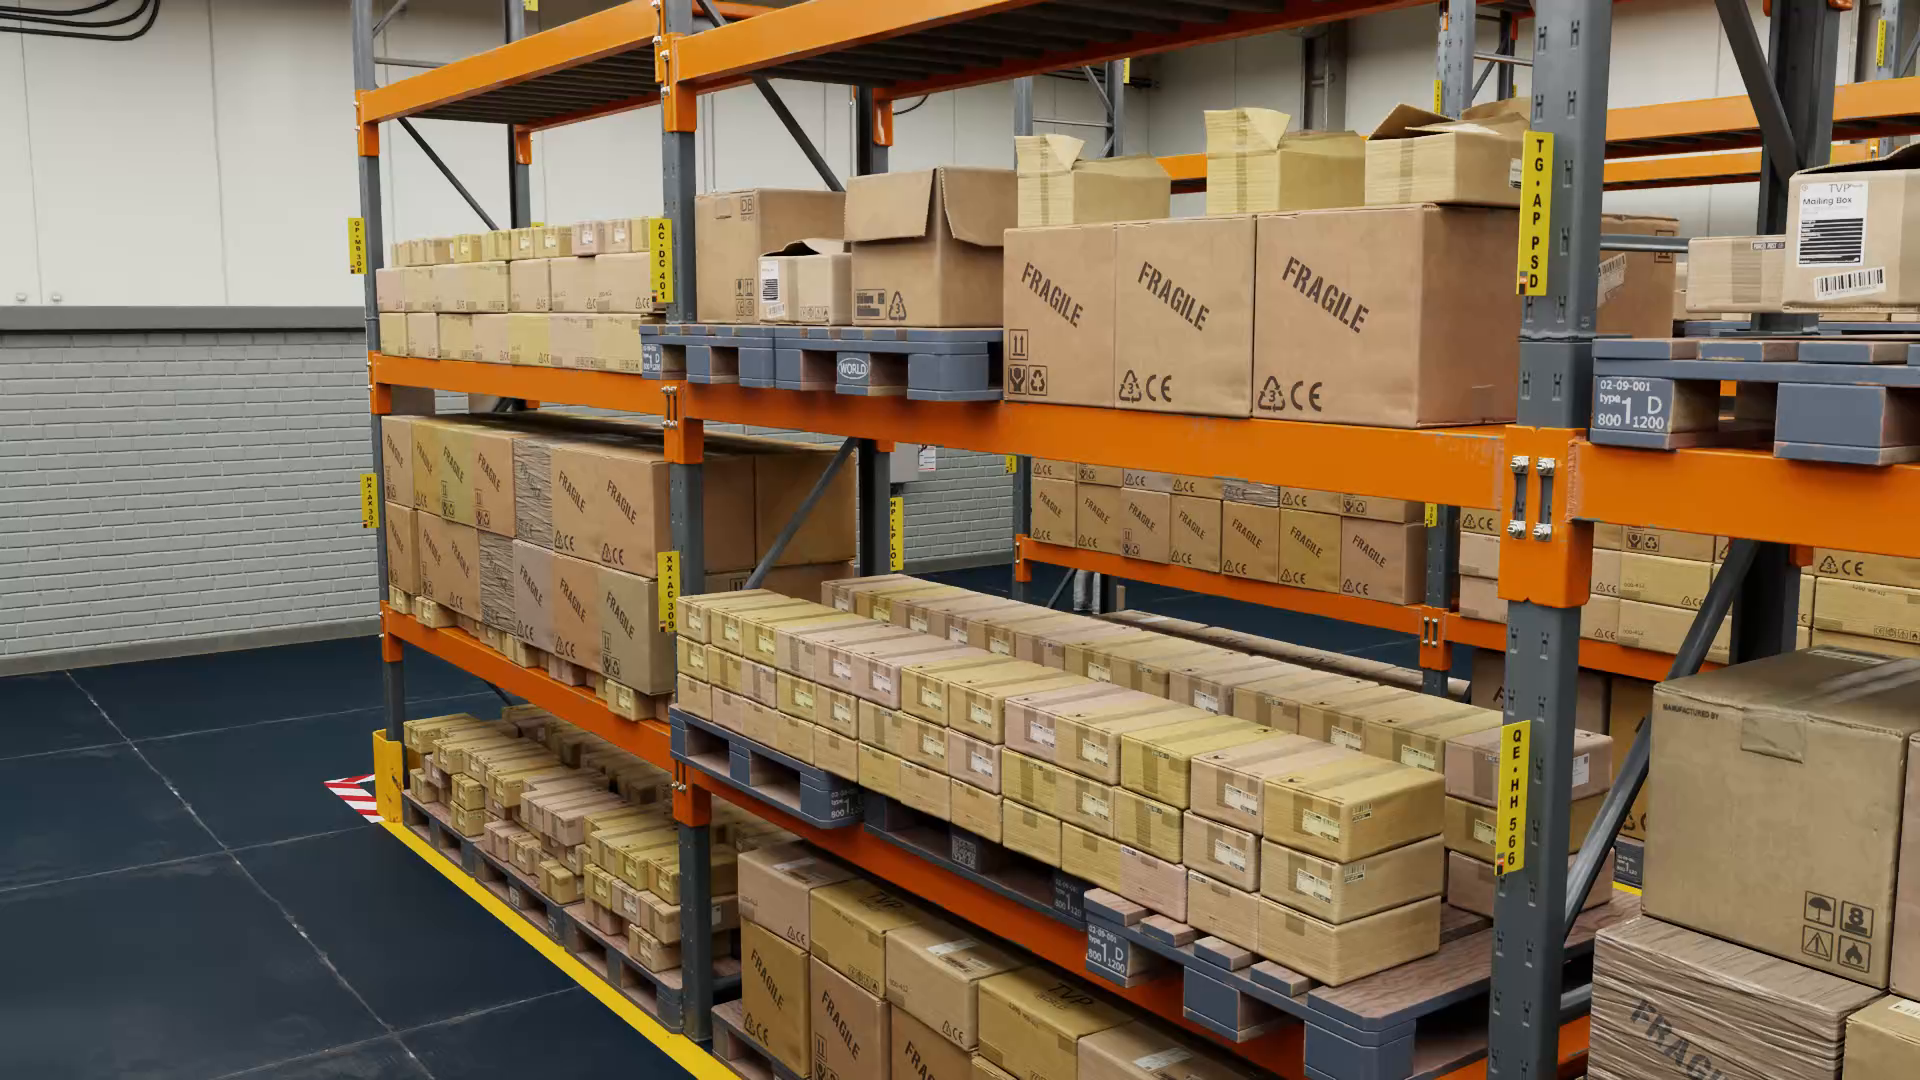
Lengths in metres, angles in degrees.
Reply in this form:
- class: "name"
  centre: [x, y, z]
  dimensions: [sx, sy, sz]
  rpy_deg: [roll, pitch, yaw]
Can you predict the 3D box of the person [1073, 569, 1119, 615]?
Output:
- class: "person"
  centre: [1.354, -0.084, 16.897]
  dimensions: [0.470, 1.664, 0.548]
  rpy_deg: [-6, 10, -38]
